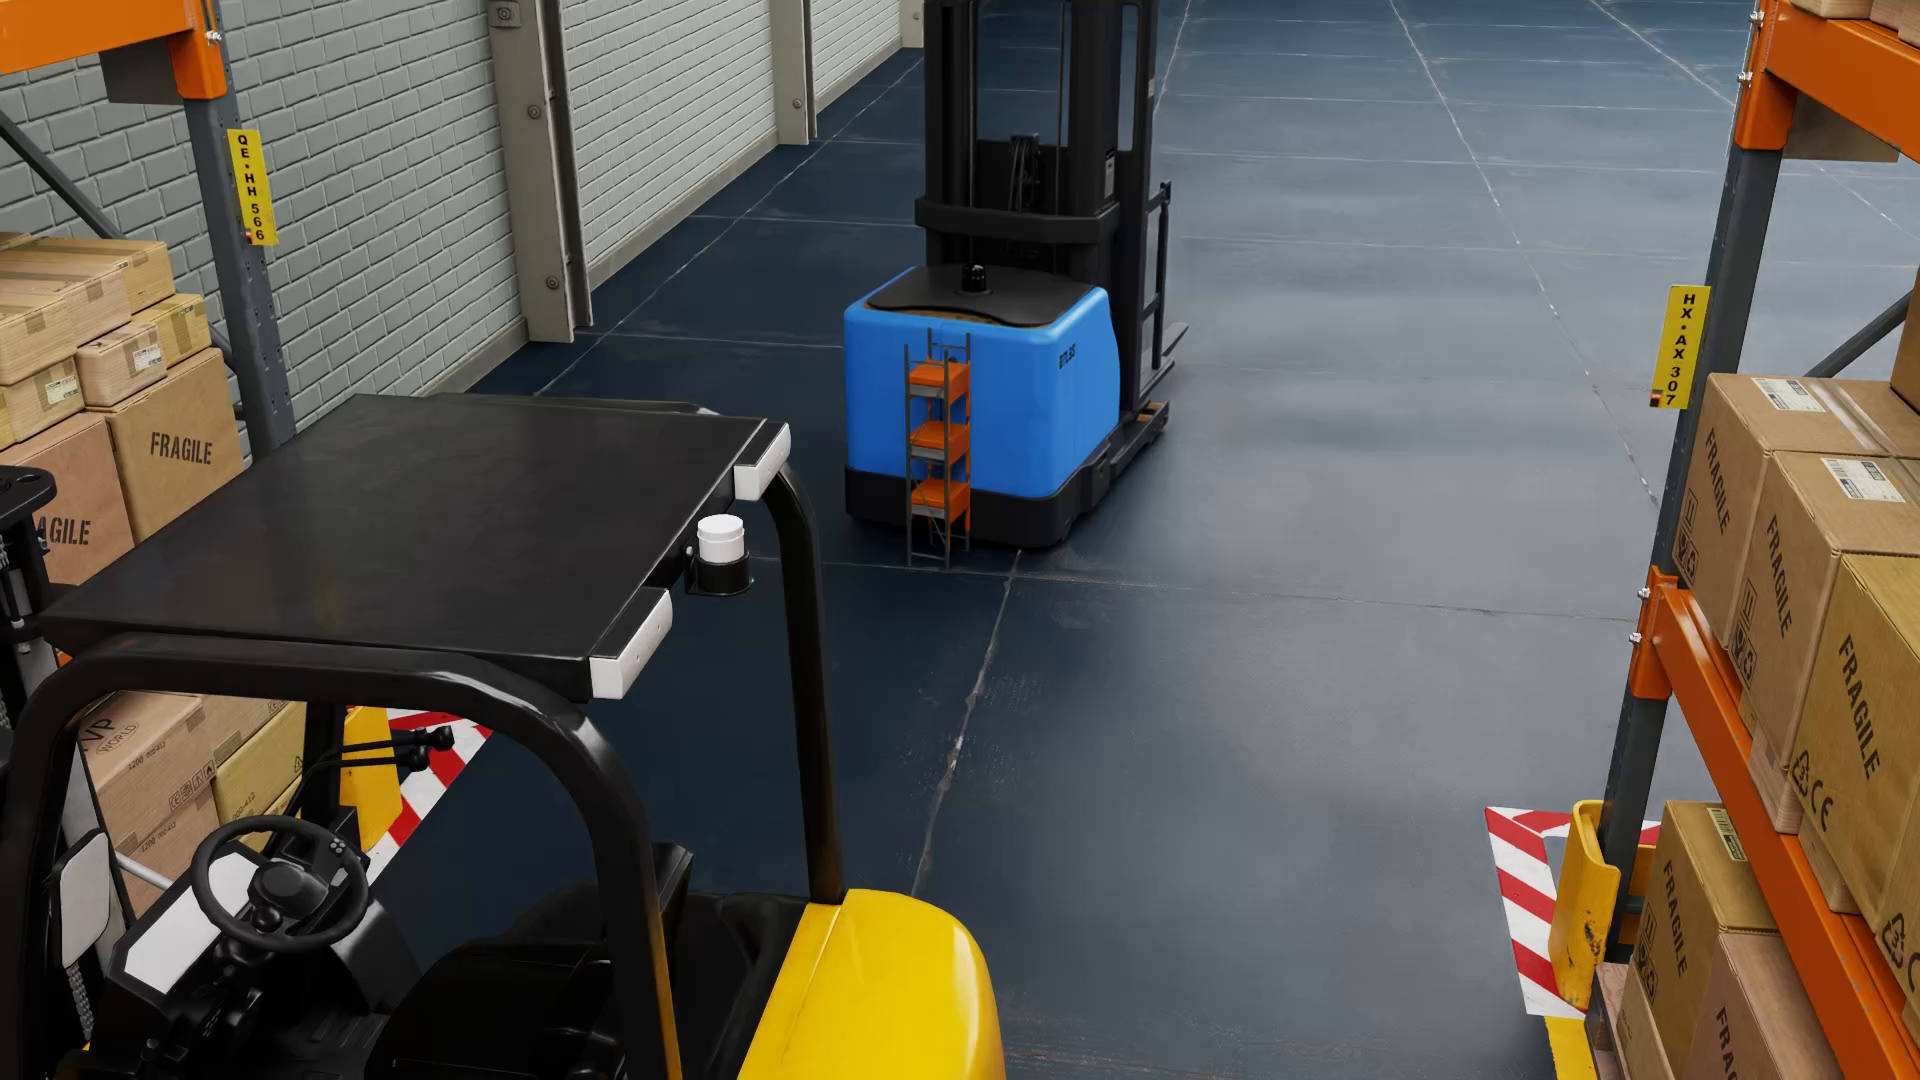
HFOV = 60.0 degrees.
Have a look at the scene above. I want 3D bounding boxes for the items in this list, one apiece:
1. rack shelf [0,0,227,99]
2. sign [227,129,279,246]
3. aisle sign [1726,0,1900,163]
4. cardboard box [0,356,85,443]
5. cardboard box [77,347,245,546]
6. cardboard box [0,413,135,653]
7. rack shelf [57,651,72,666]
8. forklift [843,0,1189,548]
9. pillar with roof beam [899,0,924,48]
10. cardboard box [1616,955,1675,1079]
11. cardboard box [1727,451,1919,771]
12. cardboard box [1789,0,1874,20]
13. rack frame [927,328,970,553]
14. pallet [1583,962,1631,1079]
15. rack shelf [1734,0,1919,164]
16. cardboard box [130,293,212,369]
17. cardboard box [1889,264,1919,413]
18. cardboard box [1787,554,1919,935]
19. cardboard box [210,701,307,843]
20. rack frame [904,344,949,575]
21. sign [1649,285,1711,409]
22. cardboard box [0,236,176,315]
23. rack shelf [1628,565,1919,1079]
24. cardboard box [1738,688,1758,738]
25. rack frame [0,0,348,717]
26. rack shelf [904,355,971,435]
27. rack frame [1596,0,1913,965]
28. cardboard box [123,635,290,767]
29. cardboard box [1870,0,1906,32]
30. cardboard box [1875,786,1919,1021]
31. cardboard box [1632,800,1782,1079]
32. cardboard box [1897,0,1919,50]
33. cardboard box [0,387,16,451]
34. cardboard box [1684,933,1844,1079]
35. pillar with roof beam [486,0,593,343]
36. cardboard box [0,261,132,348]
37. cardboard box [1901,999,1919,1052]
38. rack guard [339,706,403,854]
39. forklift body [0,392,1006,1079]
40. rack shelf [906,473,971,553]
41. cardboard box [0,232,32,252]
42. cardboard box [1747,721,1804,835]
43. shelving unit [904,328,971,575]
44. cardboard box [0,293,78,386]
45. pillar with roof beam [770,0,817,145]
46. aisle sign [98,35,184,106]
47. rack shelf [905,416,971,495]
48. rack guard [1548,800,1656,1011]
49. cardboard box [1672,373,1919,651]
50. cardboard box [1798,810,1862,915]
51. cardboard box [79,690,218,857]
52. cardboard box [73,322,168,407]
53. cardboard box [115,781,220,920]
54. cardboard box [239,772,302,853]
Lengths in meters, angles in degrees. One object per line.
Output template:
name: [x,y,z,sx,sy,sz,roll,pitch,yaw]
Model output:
rack shelf: [-2.853,-0.598,2.800,1.077,0.370,4.000,4,25,9]
sign: [-1.993,-0.990,4.682,0.100,0.325,0.005,4,25,9]
aisle sign: [2.076,-1.284,3.889,0.394,0.787,0.004,4,25,9]
cardboard box: [-2.422,-0.363,4.105,0.380,0.149,0.250,4,25,10]
cardboard box: [-2.348,-0.223,4.571,0.500,0.500,0.500,3,25,7]
cardboard box: [-2.442,-0.007,4.108,0.500,0.500,0.500,5,26,10]
rack shelf: [-2.853,0.760,3.436,1.077,0.370,4.000,4,25,9]
forklift: [0.487,-1.890,8.331,1.130,2.935,3.031,10,27,20]
pillar with roof beam: [3.660,-10.120,18.756,9.100,9.000,0.400,4,25,9]
cardboard box: [1.967,1.314,4.153,0.500,0.250,0.500,4,25,8]
cardboard box: [1.939,0.156,3.409,0.500,0.500,0.500,5,26,10]
cardboard box: [1.997,-1.188,3.508,0.380,0.149,0.250,4,25,9]
rack frame: [-0.049,-0.434,7.439,0.200,1.050,0.008,10,27,20]
pallet: [2.191,1.572,4.142,1.003,0.211,1.213,4,25,9]
rack shelf: [2.044,-0.256,2.069,1.077,0.370,4.000,4,25,9]
cardboard box: [-2.307,-0.577,4.560,0.380,0.149,0.250,4,25,9]
cardboard box: [2.503,-0.464,3.554,0.700,0.500,0.500,3,25,7]
cardboard box: [1.857,0.369,2.954,0.500,0.500,0.500,4,25,7]
cardboard box: [-2.297,0.652,4.977,0.500,0.250,0.500,4,25,8]
rack frame: [-0.141,-0.338,7.234,0.200,1.050,0.008,10,27,20]
sign: [1.836,-0.489,4.236,0.100,0.325,0.005,4,25,9]
cardboard box: [-2.377,-0.711,4.497,0.380,0.149,0.250,4,25,9]
rack shelf: [2.044,1.103,2.705,1.077,0.370,4.000,4,25,9]
cardboard box: [1.961,0.394,3.667,0.380,0.149,0.250,3,25,7]
rack frame: [-2.526,-0.402,5.070,1.000,3.000,0.127,4,25,9]
rack shelf: [-0.095,-0.633,7.220,0.215,0.259,0.240,10,27,20]
rack frame: [2.371,-0.060,4.339,1.000,3.000,0.127,4,25,9]
cardboard box: [-2.294,0.415,4.895,0.500,0.250,0.500,5,26,10]
cardboard box: [2.042,-1.072,3.260,0.380,0.149,0.250,3,25,7]
cardboard box: [1.782,0.583,2.498,0.500,0.500,0.500,4,25,7]
cardboard box: [1.963,0.984,3.973,0.500,0.500,0.500,3,25,7]
cardboard box: [1.965,-0.964,3.029,0.380,0.149,0.250,5,25,10]
cardboard box: [-2.474,-0.261,3.885,0.380,0.149,0.250,4,25,8]
cardboard box: [1.882,1.203,3.505,0.500,0.500,0.500,3,25,7]
pillar with roof beam: [1.698,-5.101,8.034,9.100,9.000,0.400,4,25,9]
cardboard box: [-2.387,-0.606,4.272,0.380,0.149,0.250,4,25,9]
cardboard box: [1.809,0.830,2.734,0.380,0.149,0.250,3,25,7]
rack guard: [-2.522,0.720,5.622,1.175,0.500,0.348,4,25,9]
forklift body: [-1.036,0.902,3.286,2.313,2.155,1.214,4,25,9]
rack shelf: [-0.095,-0.125,7.459,0.215,0.259,0.240,10,27,20]
cardboard box: [-2.792,-0.750,4.580,0.380,0.149,0.250,4,25,8]
cardboard box: [1.874,0.497,3.447,0.380,0.149,0.250,4,25,9]
shelving unit: [-0.095,-0.386,7.336,0.215,1.050,0.252,10,27,20]
cardboard box: [-2.403,-0.495,4.035,0.380,0.149,0.250,5,25,10]
pillar with roof beam: [2.679,-7.611,13.395,9.100,9.000,0.400,4,25,9]
aisle sign: [-2.226,-1.586,4.535,0.394,0.787,0.004,4,25,9]
rack shelf: [-0.095,-0.376,7.341,0.215,0.259,0.240,10,27,20]
rack guard: [2.359,1.104,4.801,1.175,0.500,0.348,4,25,9]
cardboard box: [2.020,-0.061,3.873,0.500,0.500,0.500,4,25,8]
cardboard box: [1.865,0.607,3.211,0.380,0.149,0.250,5,25,10]
cardboard box: [-2.372,0.629,4.438,0.500,0.250,0.500,4,25,9]
cardboard box: [-2.319,-0.468,4.328,0.380,0.149,0.250,4,25,9]
cardboard box: [-2.390,0.861,4.531,0.500,0.250,0.500,4,25,8]
cardboard box: [-2.291,0.872,5.098,0.500,0.250,0.500,4,25,9]
